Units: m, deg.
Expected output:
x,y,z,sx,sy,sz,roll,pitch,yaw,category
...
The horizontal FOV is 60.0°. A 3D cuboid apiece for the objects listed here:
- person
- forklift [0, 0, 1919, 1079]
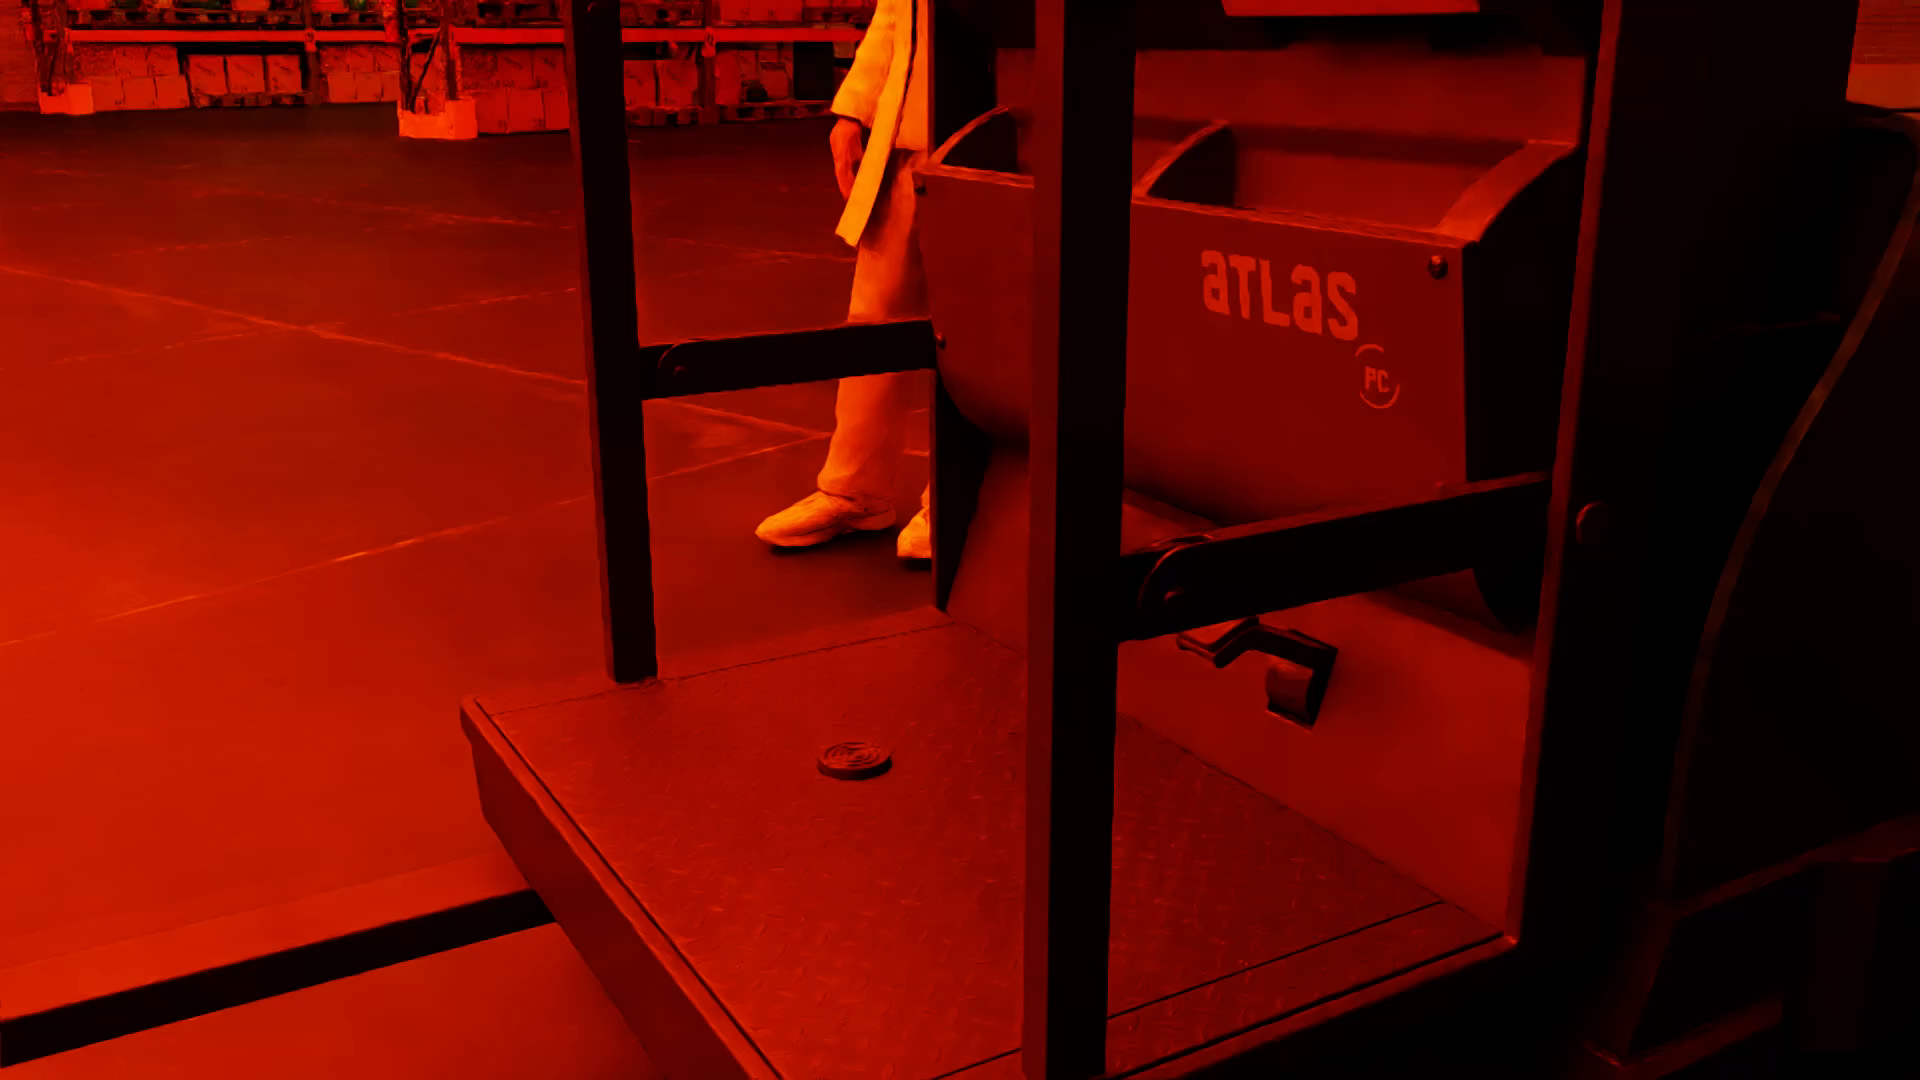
x,y,z,sx,sy,sz,roll,pitch,yaw,category
-0.062,-0.838,3.617,0.694,1.776,0.579,13,21,37,person
0.058,-0.799,1.529,3.031,2.935,1.130,-10,19,-29,forklift
